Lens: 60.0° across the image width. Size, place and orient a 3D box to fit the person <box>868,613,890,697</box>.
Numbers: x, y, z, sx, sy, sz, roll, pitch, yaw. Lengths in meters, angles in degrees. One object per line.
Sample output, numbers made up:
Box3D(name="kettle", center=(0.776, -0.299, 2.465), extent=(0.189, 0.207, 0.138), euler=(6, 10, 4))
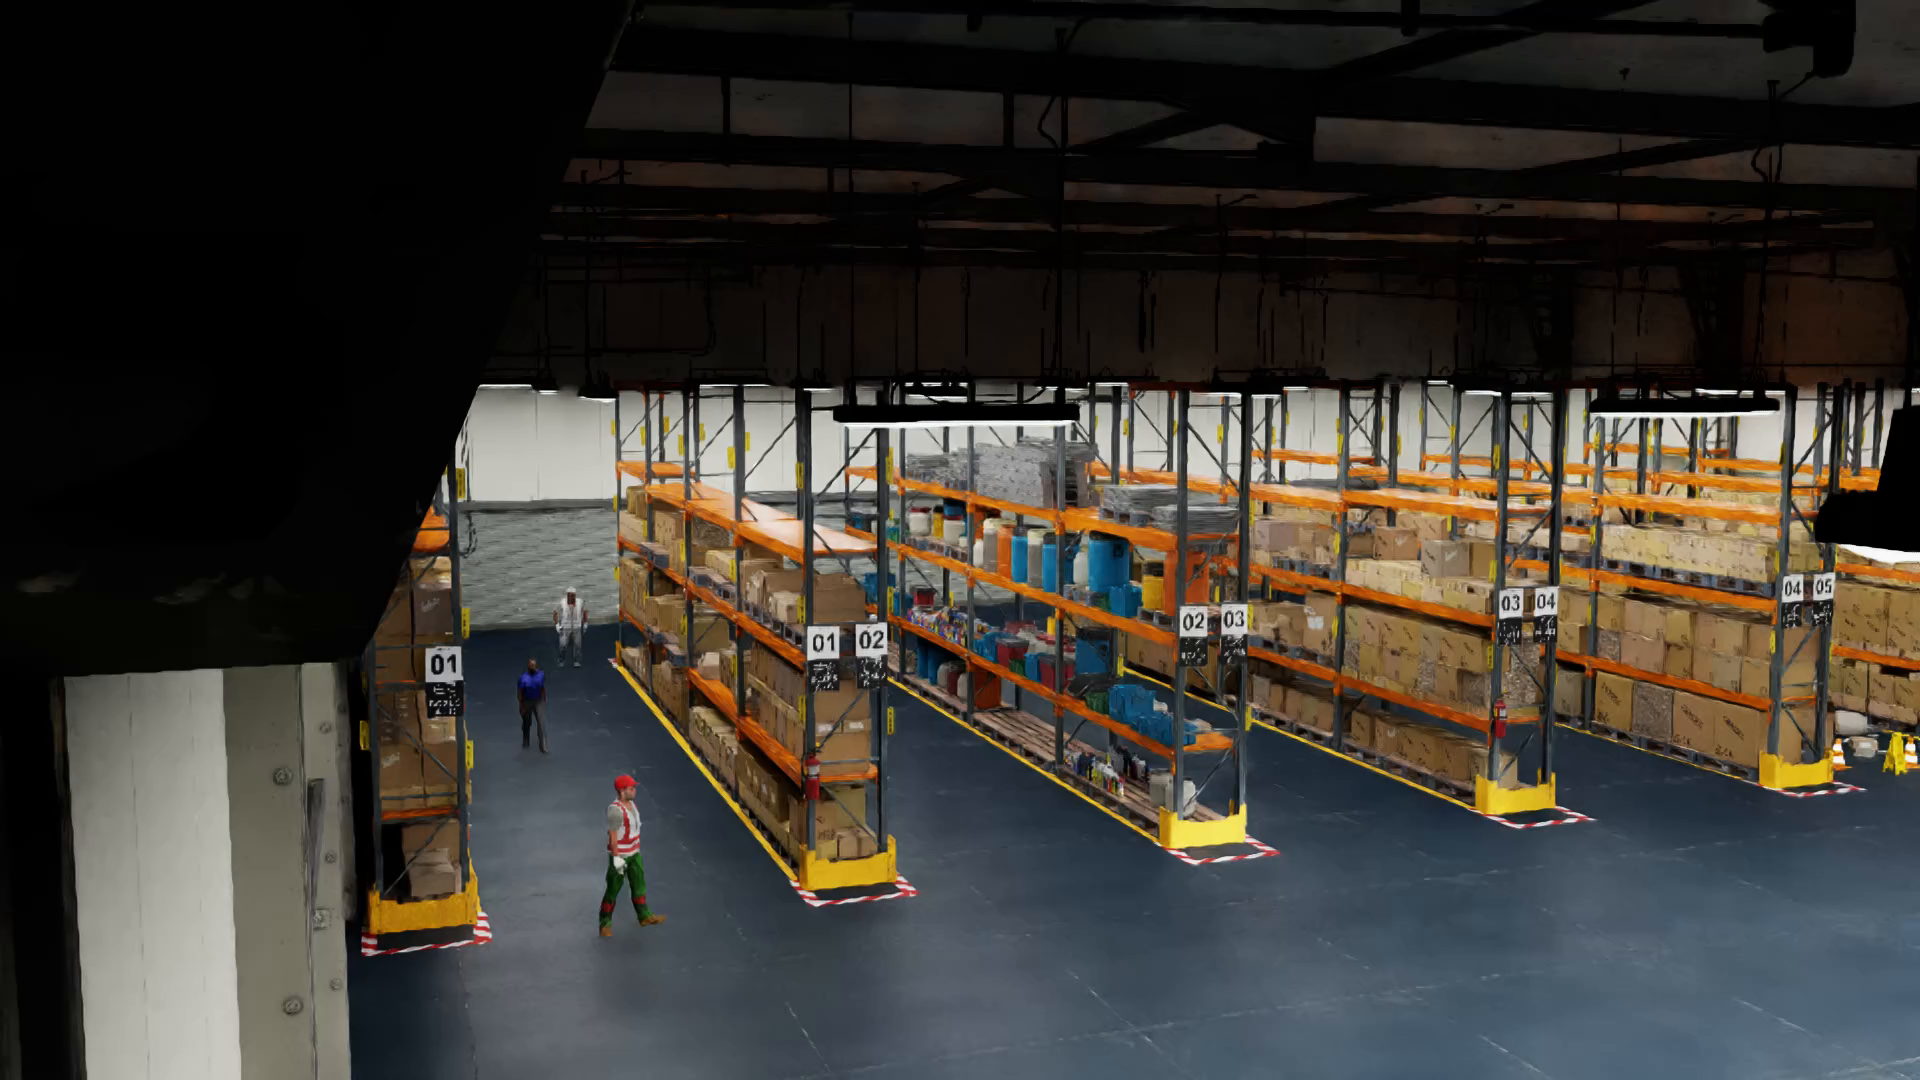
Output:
Box3D(name="person", center=(-1.685, 2.177, 31.774), extent=(0.497, 1.578, 1.090), euler=(-2, 6, -17))

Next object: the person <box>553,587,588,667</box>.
Box3D(name="person", center=(-8.106, 1.818, 34.635), extent=(0.702, 1.734, 0.549), euler=(-2, 6, -20))

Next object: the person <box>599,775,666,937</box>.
Box3D(name="person", center=(-3.699, 3.475, 18.520), extent=(0.566, 1.781, 0.718), euler=(2, 6, 19))

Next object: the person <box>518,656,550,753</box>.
Box3D(name="person", center=(-6.983, 2.662, 27.142), extent=(0.451, 1.572, 1.088), euler=(-2, 6, -21))
